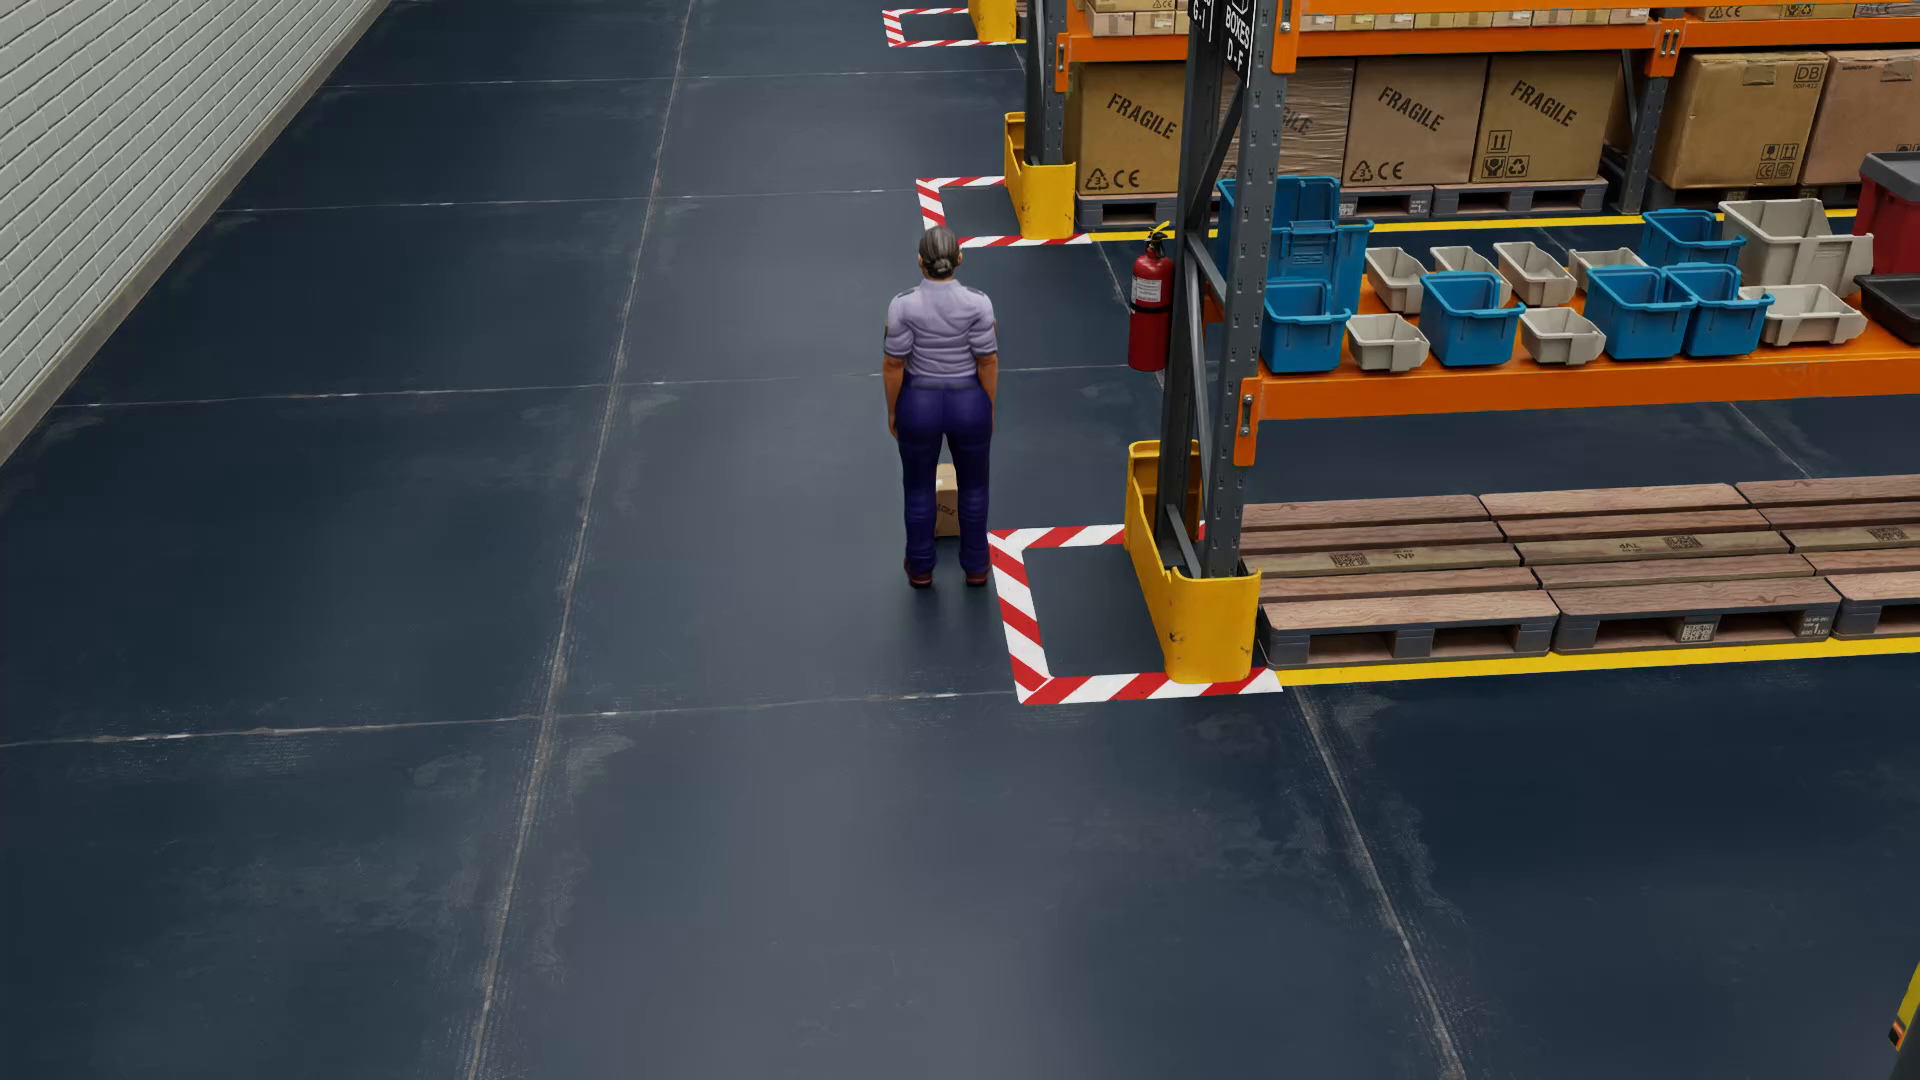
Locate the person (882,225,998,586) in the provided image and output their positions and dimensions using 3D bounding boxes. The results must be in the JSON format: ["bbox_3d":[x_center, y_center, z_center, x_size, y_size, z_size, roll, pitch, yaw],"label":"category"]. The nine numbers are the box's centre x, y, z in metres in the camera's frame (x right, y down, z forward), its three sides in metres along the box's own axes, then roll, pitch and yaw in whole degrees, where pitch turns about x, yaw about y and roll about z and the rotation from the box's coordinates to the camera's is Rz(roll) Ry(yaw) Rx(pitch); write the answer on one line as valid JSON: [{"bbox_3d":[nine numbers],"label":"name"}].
[{"bbox_3d":[-0.083,-0.545,7.036,0.478,1.663,0.368,-1,31,-1],"label":"person"}]
